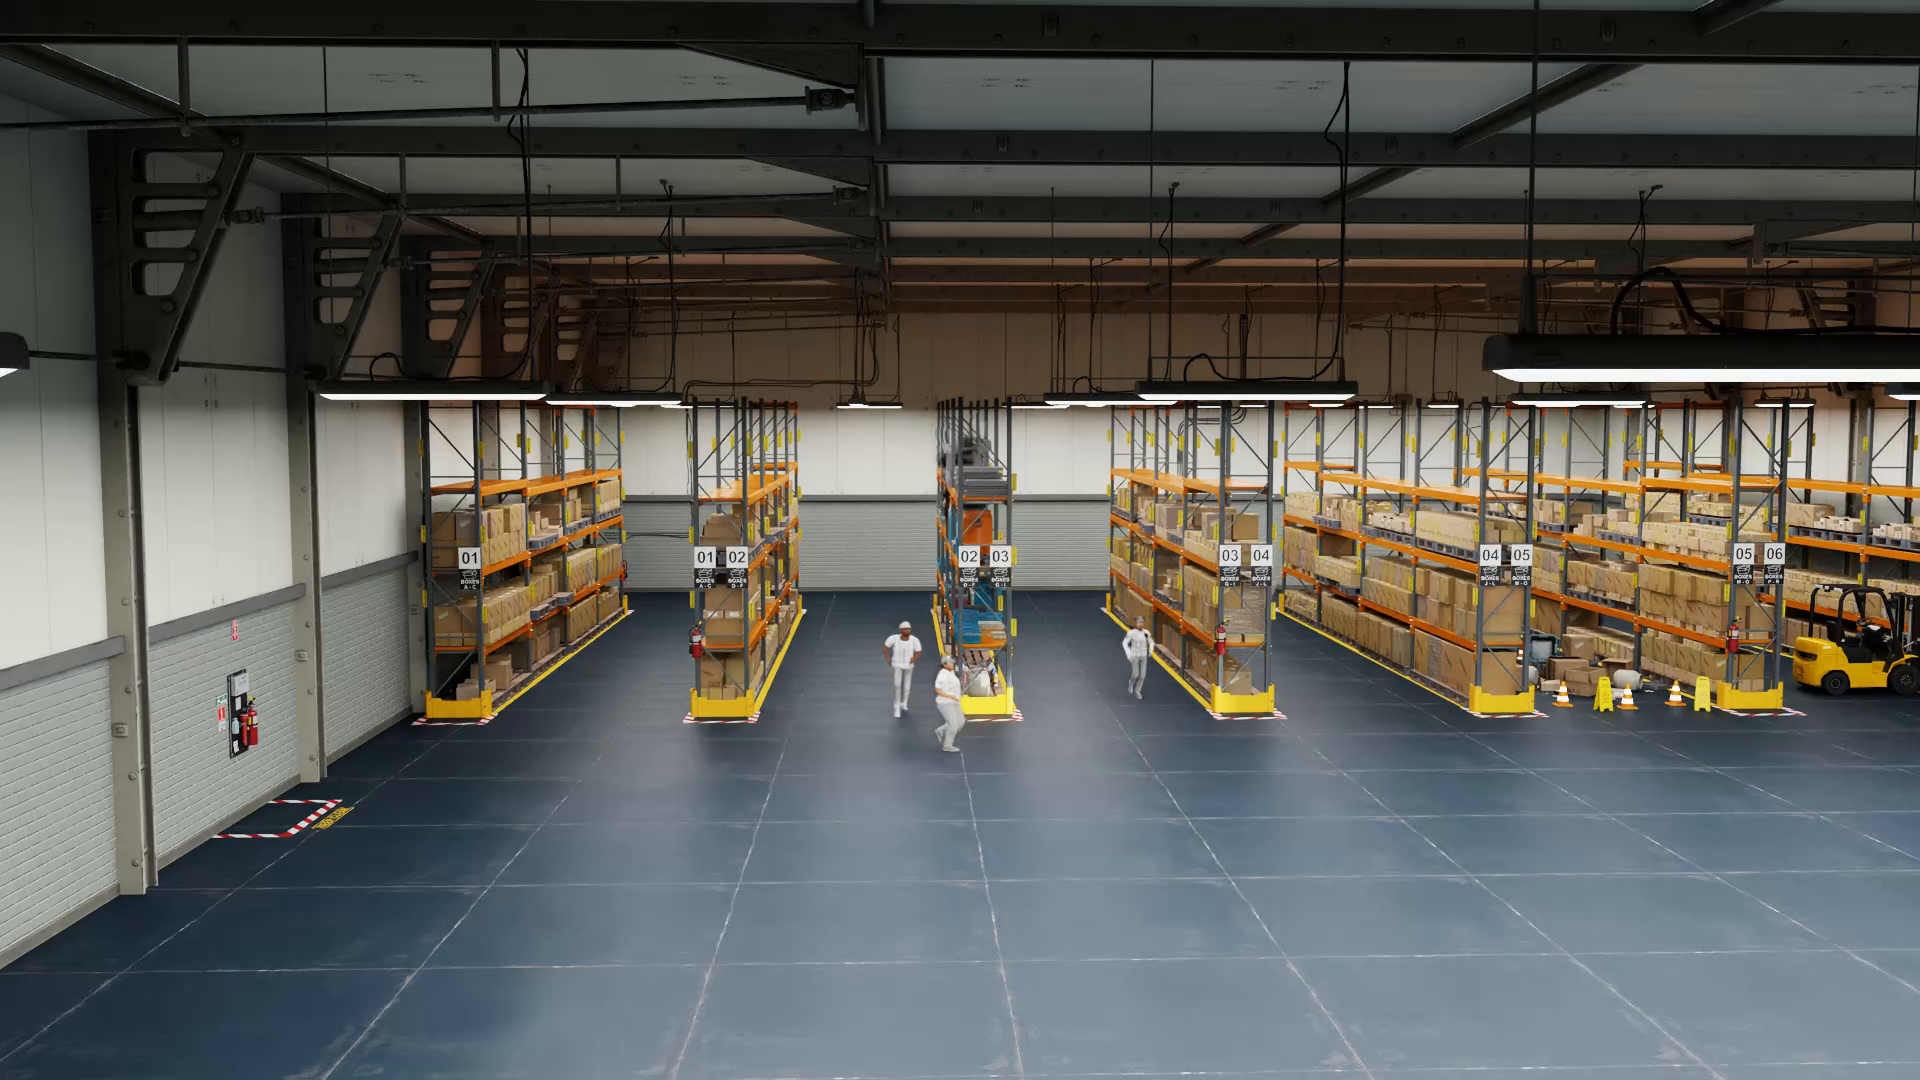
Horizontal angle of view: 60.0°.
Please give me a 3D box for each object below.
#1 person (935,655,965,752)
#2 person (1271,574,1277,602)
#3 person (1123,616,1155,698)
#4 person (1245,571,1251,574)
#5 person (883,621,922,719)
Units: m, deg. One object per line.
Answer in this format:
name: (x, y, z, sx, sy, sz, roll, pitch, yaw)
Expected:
person: (-0.205, 2.749, 28.045, 0.575, 1.617, 0.604, 2, 5, 25)
person: (8.068, 1.454, 44.037, 0.664, 1.767, 0.670, 0, 4, 6)
person: (3.593, 2.334, 33.244, 0.633, 1.659, 0.542, -1, 4, -10)
person: (7.969, 1.338, 46.852, 0.622, 1.519, 0.572, 1, 5, 13)
person: (-1.065, 2.432, 31.408, 0.704, 1.801, 0.770, -1, 4, -11)
